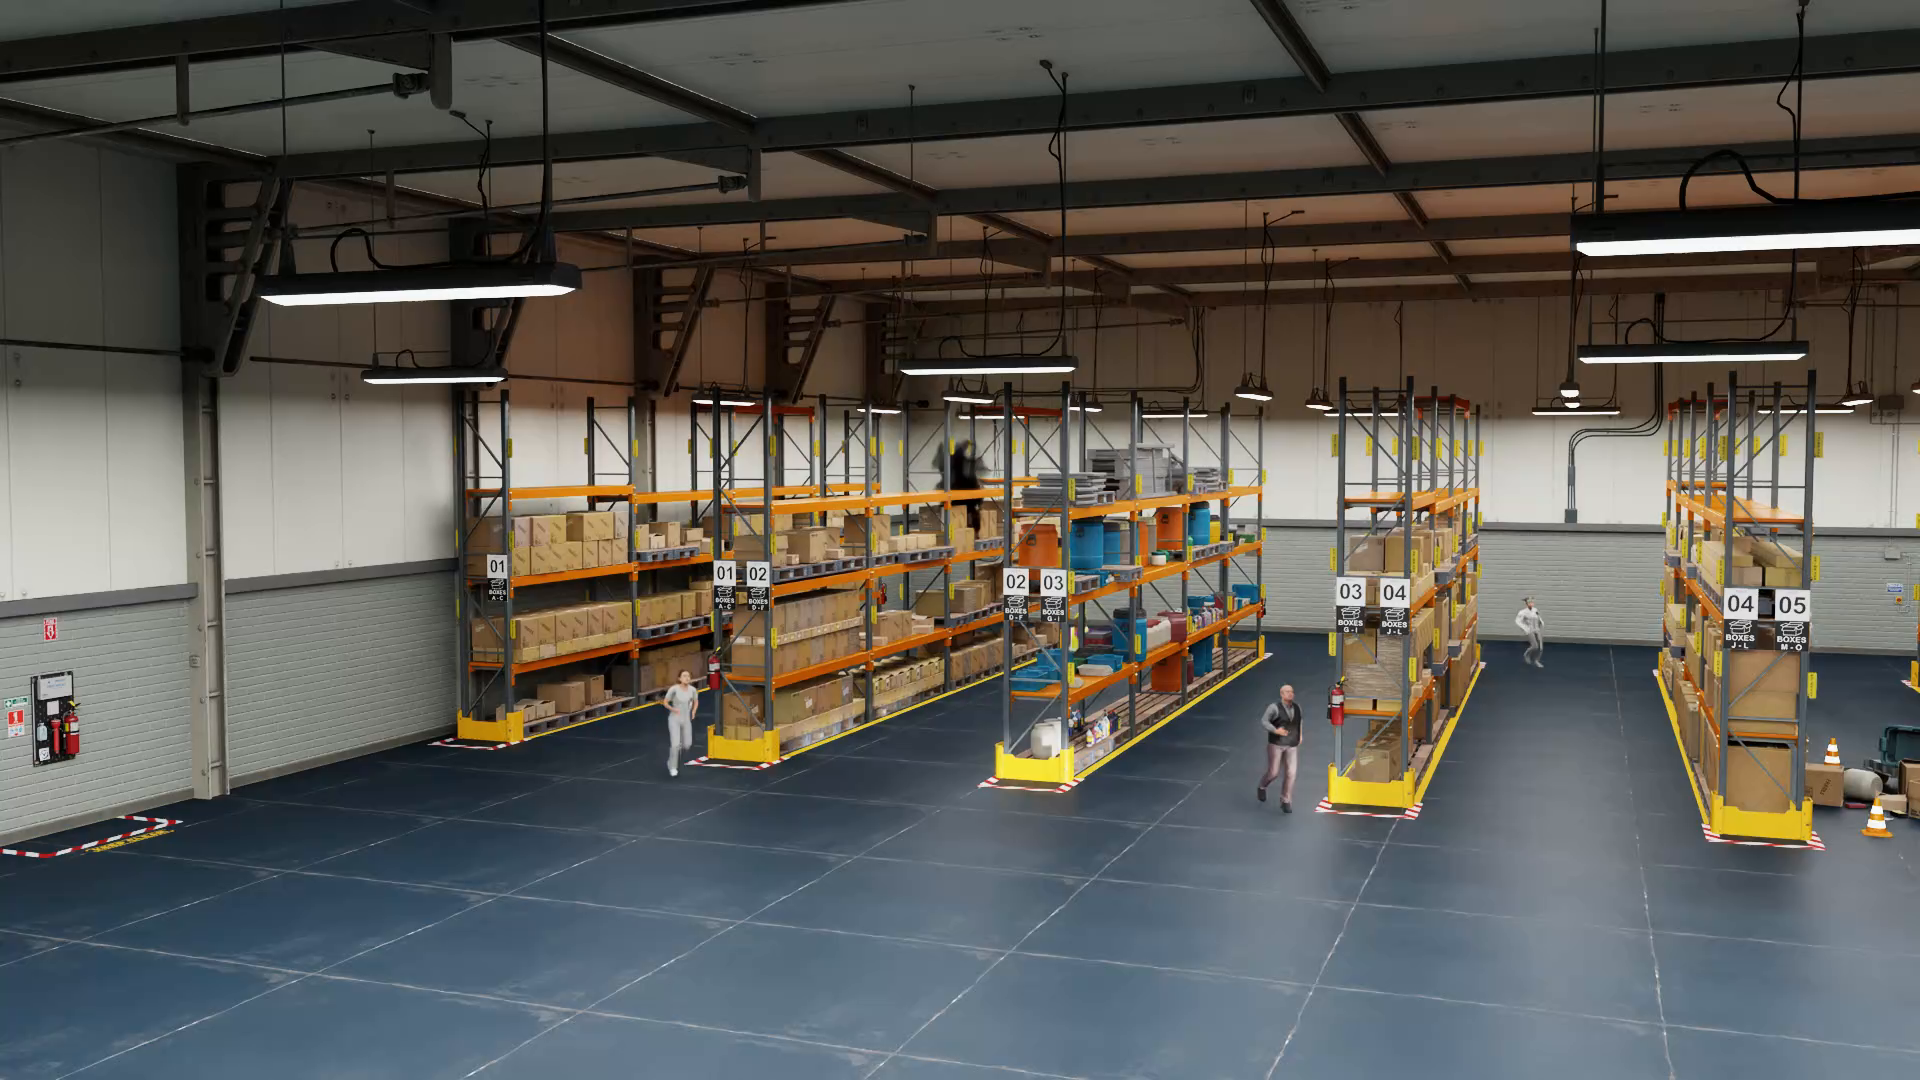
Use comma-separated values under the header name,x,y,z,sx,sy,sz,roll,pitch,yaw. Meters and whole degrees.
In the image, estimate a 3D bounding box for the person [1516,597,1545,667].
name,x,y,z,sx,sy,sz,roll,pitch,yaw
person,13.105,2.102,38.105,0.622,1.625,0.518,-1,3,-17

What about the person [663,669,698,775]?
name,x,y,z,sx,sy,sz,roll,pitch,yaw
person,-4.278,2.791,25.604,0.588,1.621,0.601,-2,4,-27

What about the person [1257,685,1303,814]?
name,x,y,z,sx,sy,sz,roll,pitch,yaw
person,4.493,2.867,23.074,0.687,1.718,0.909,-1,3,-12

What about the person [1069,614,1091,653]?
name,x,y,z,sx,sy,sz,roll,pitch,yaw
person,2.385,2.331,33.144,0.712,1.729,0.742,1,3,20
